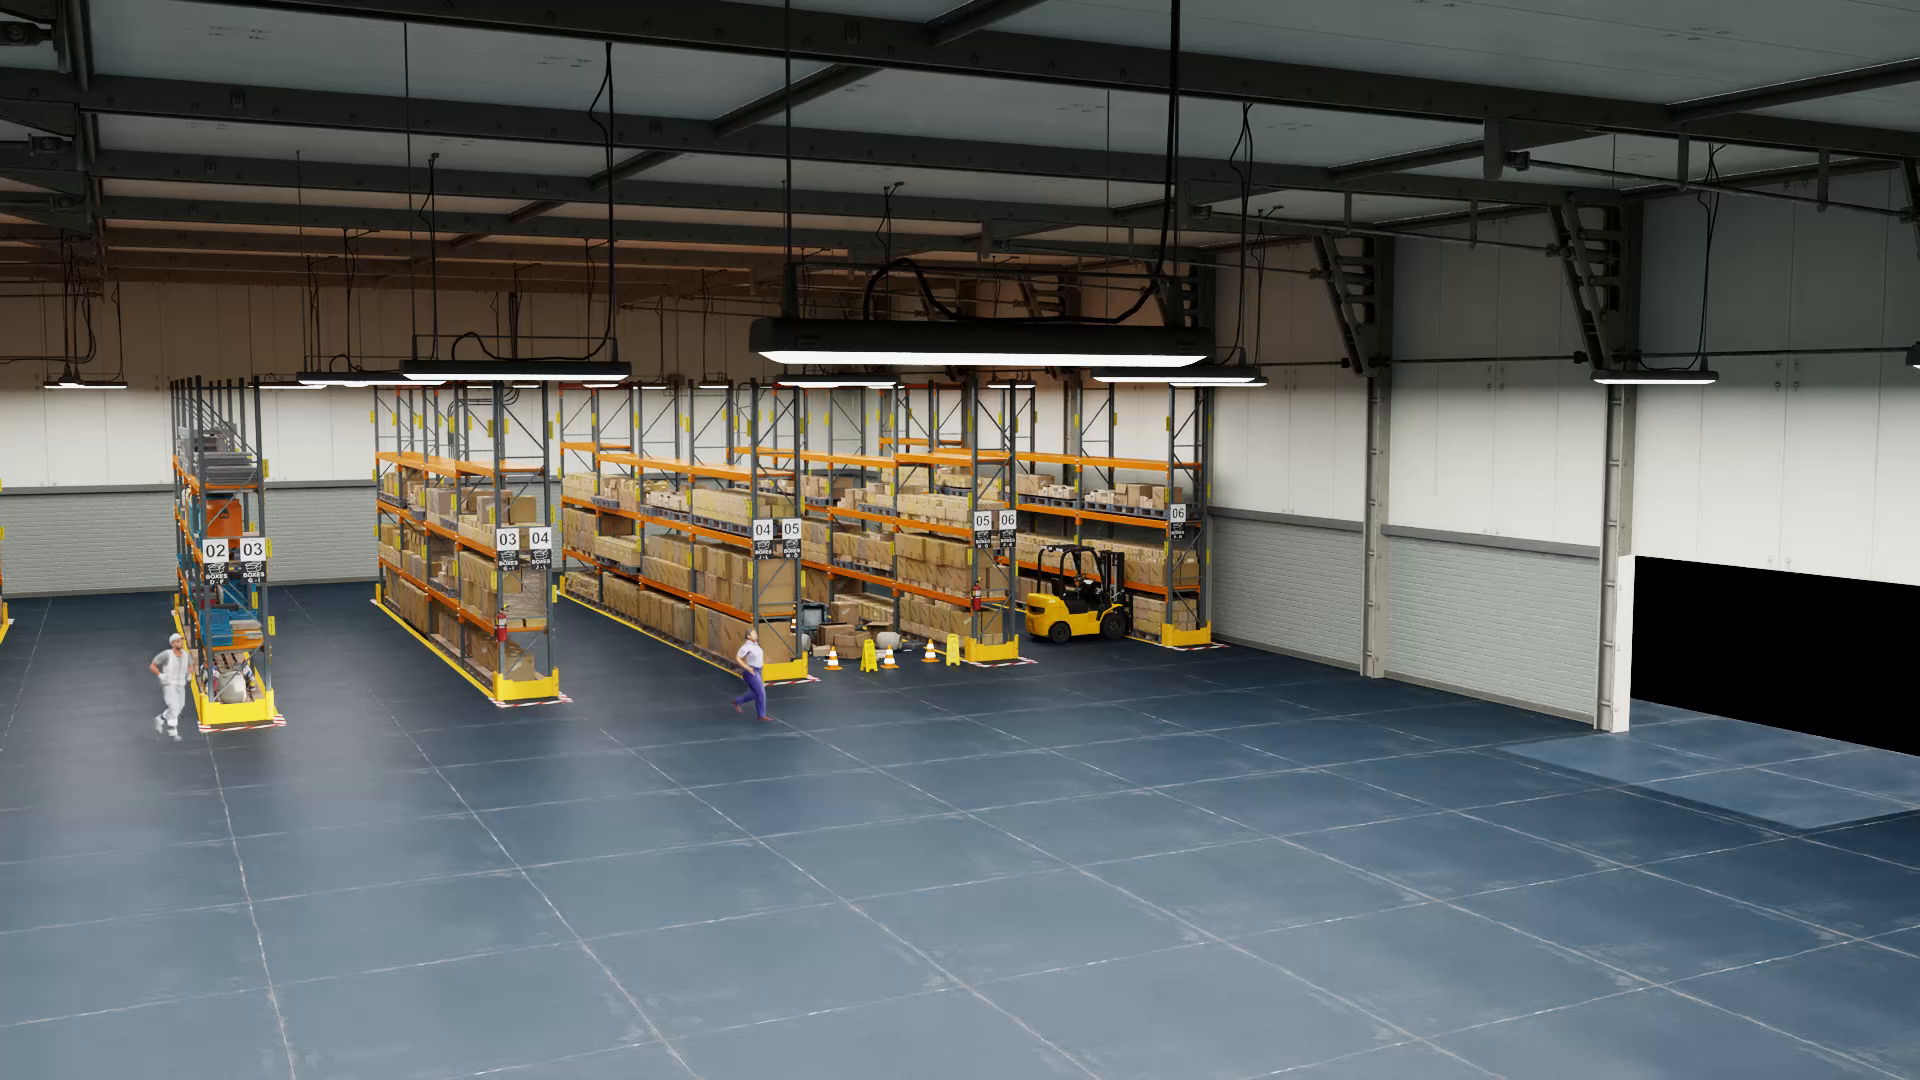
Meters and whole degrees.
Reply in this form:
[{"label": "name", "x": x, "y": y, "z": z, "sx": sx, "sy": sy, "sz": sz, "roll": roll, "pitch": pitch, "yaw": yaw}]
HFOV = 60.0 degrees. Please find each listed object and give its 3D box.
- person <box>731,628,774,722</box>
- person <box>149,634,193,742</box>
[{"label": "person", "x": -3.637, "y": 2.341, "z": 28.962, "sx": 0.842, "sy": 1.616, "sz": 0.621, "roll": 1, "pitch": 5, "yaw": 13}, {"label": "person", "x": -13.036, "y": 2.418, "z": 27.564, "sx": 0.788, "sy": 1.748, "sz": 0.704, "roll": 3, "pitch": 6, "yaw": 34}]
